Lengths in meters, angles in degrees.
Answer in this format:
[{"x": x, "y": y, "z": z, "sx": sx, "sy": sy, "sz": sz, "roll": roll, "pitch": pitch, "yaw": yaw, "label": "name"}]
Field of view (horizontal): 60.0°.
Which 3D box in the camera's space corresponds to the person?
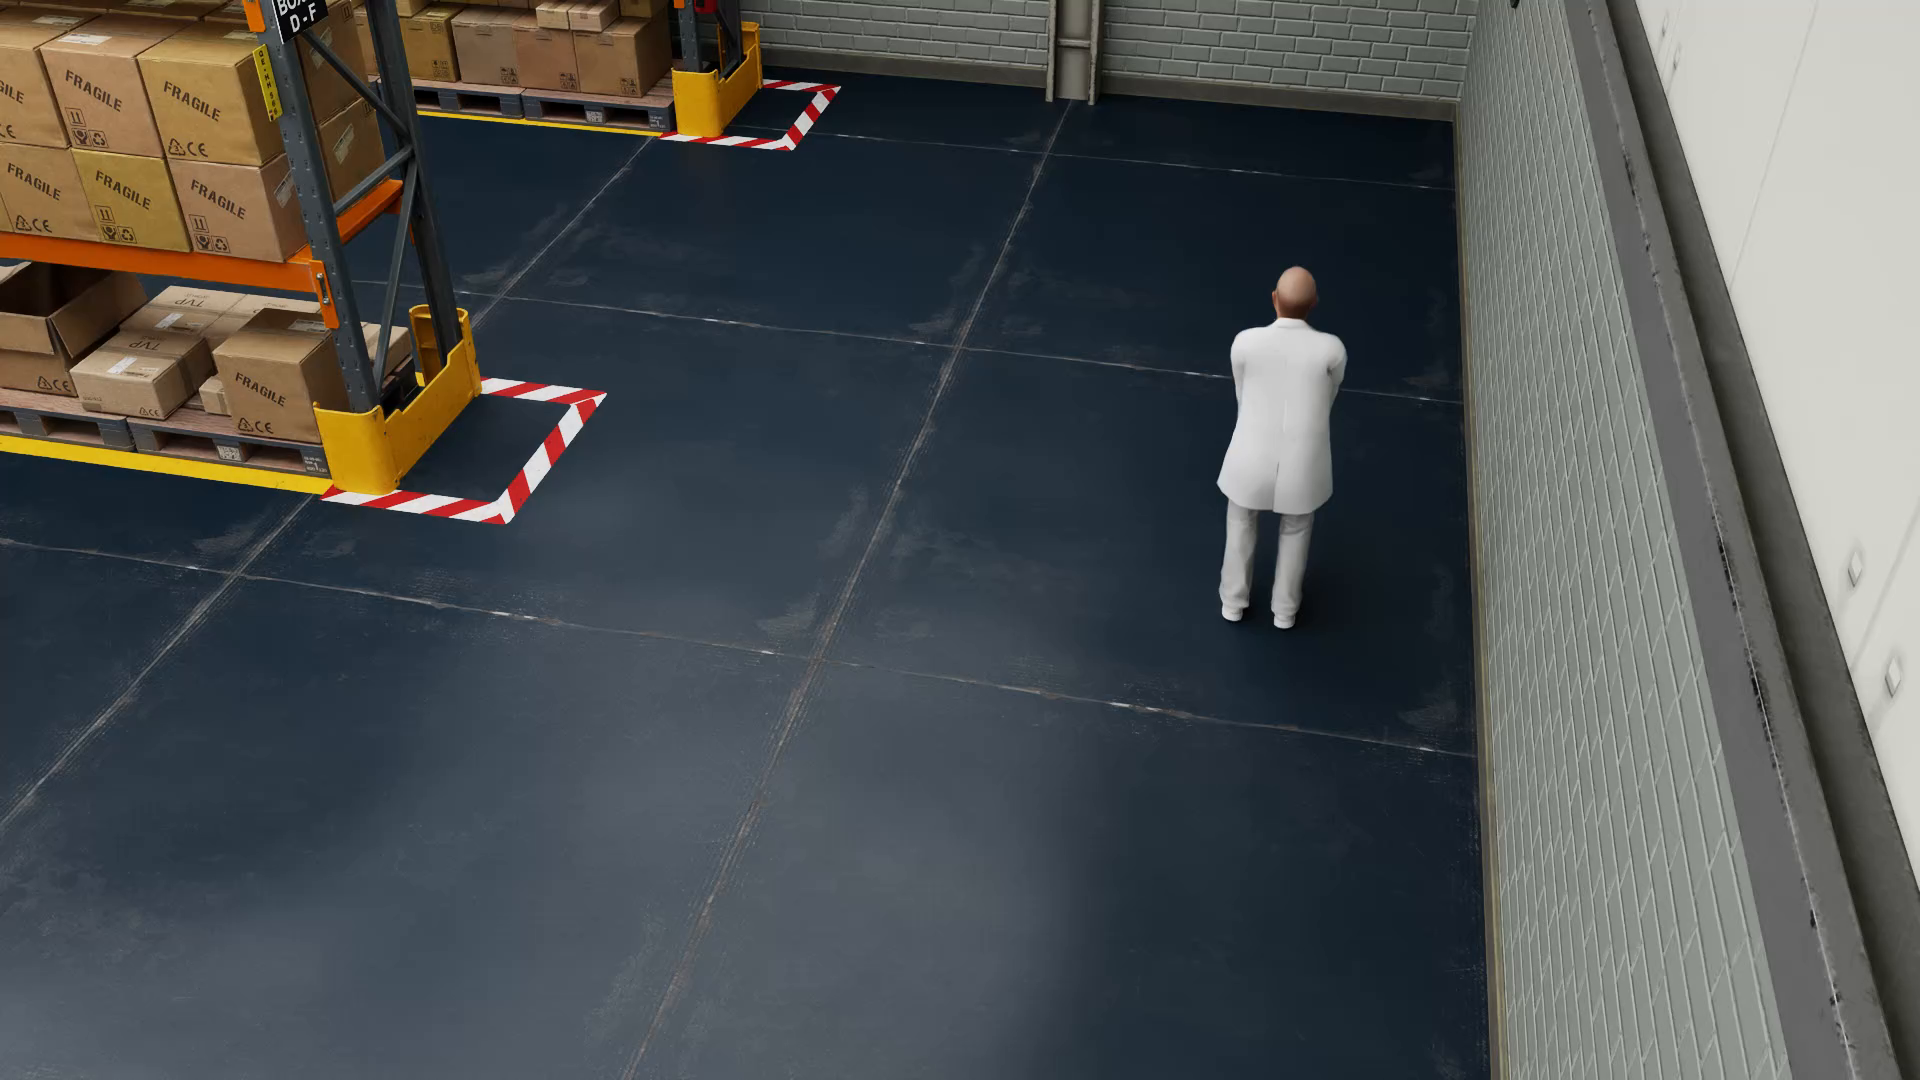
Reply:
[{"x": 1.461, "y": -0.450, "z": 7.604, "sx": 0.530, "sy": 1.777, "sz": 0.575, "roll": 7, "pitch": 37, "yaw": 9, "label": "person"}]
